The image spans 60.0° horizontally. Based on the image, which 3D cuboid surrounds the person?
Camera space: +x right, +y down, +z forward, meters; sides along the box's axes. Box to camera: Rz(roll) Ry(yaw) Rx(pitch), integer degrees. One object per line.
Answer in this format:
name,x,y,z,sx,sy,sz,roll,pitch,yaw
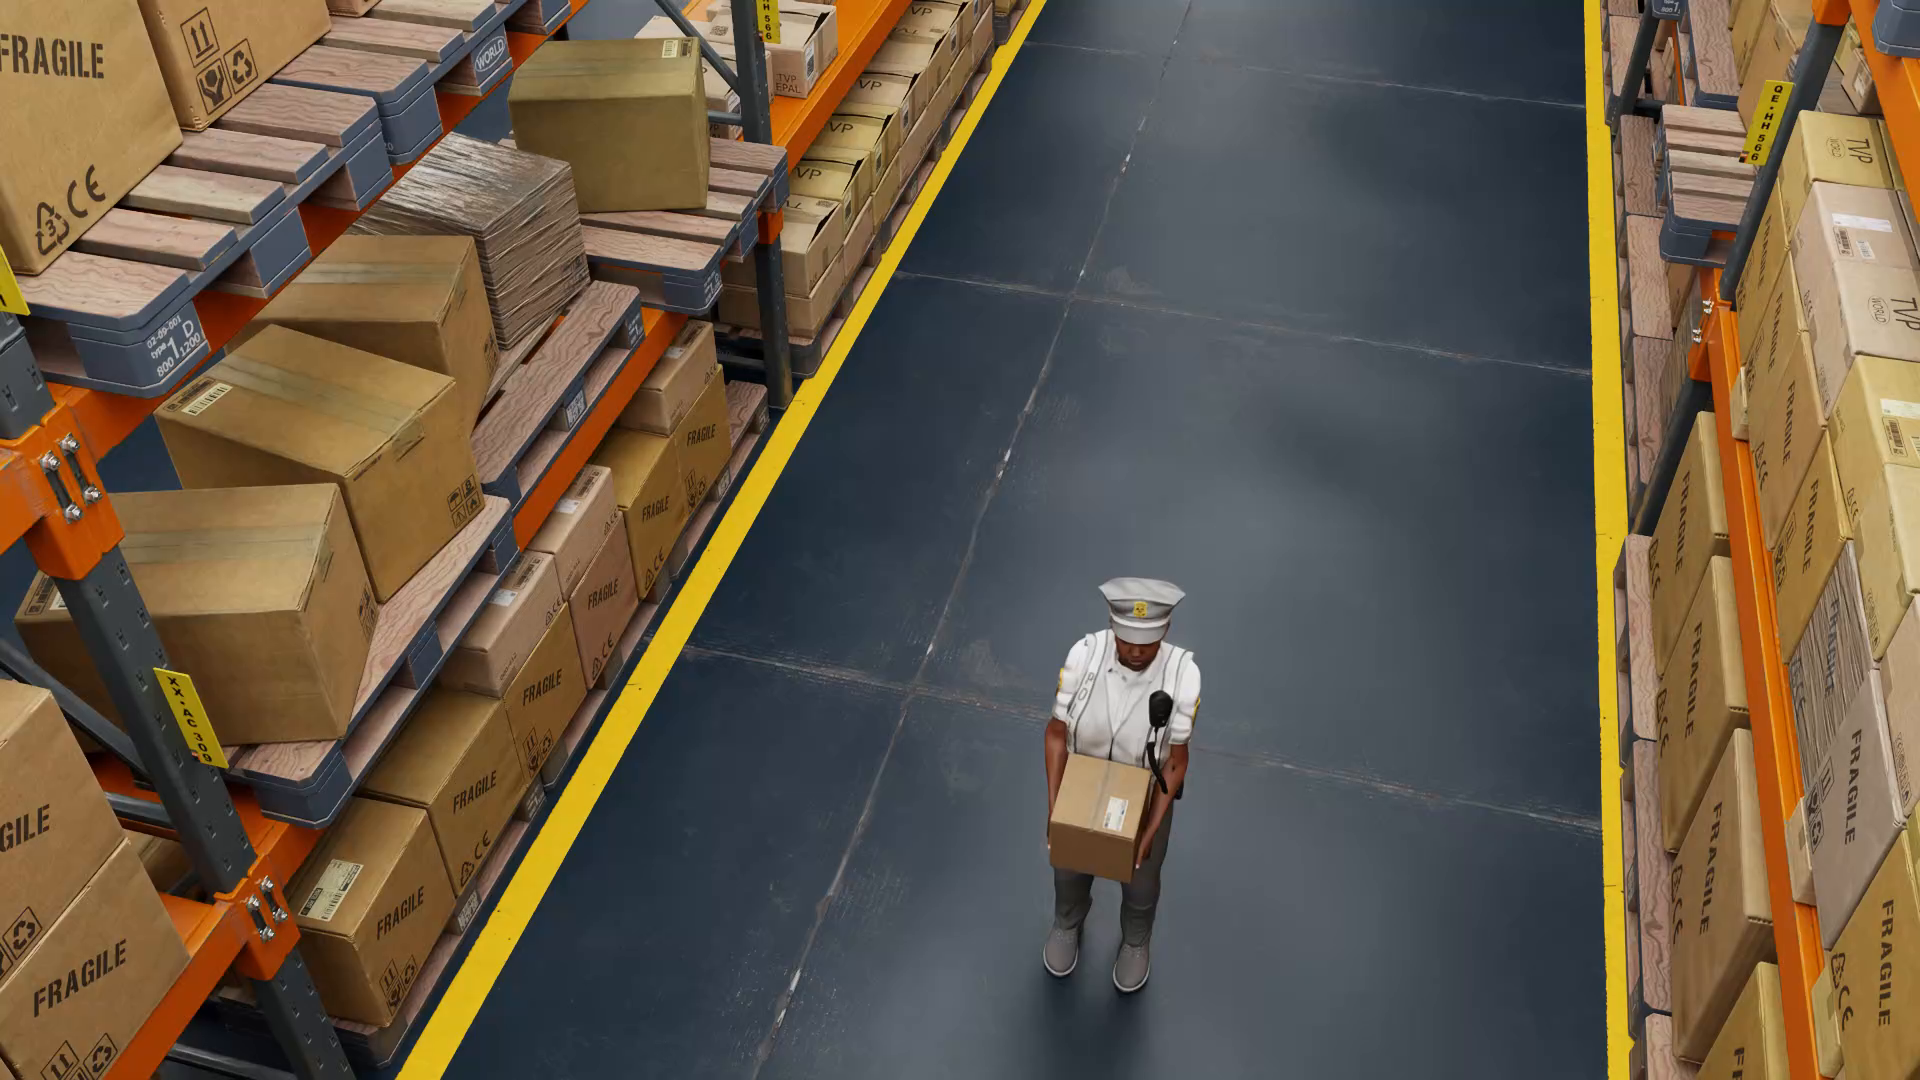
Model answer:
person,0.469,0.830,5.199,0.451,1.684,0.527,11,42,12
